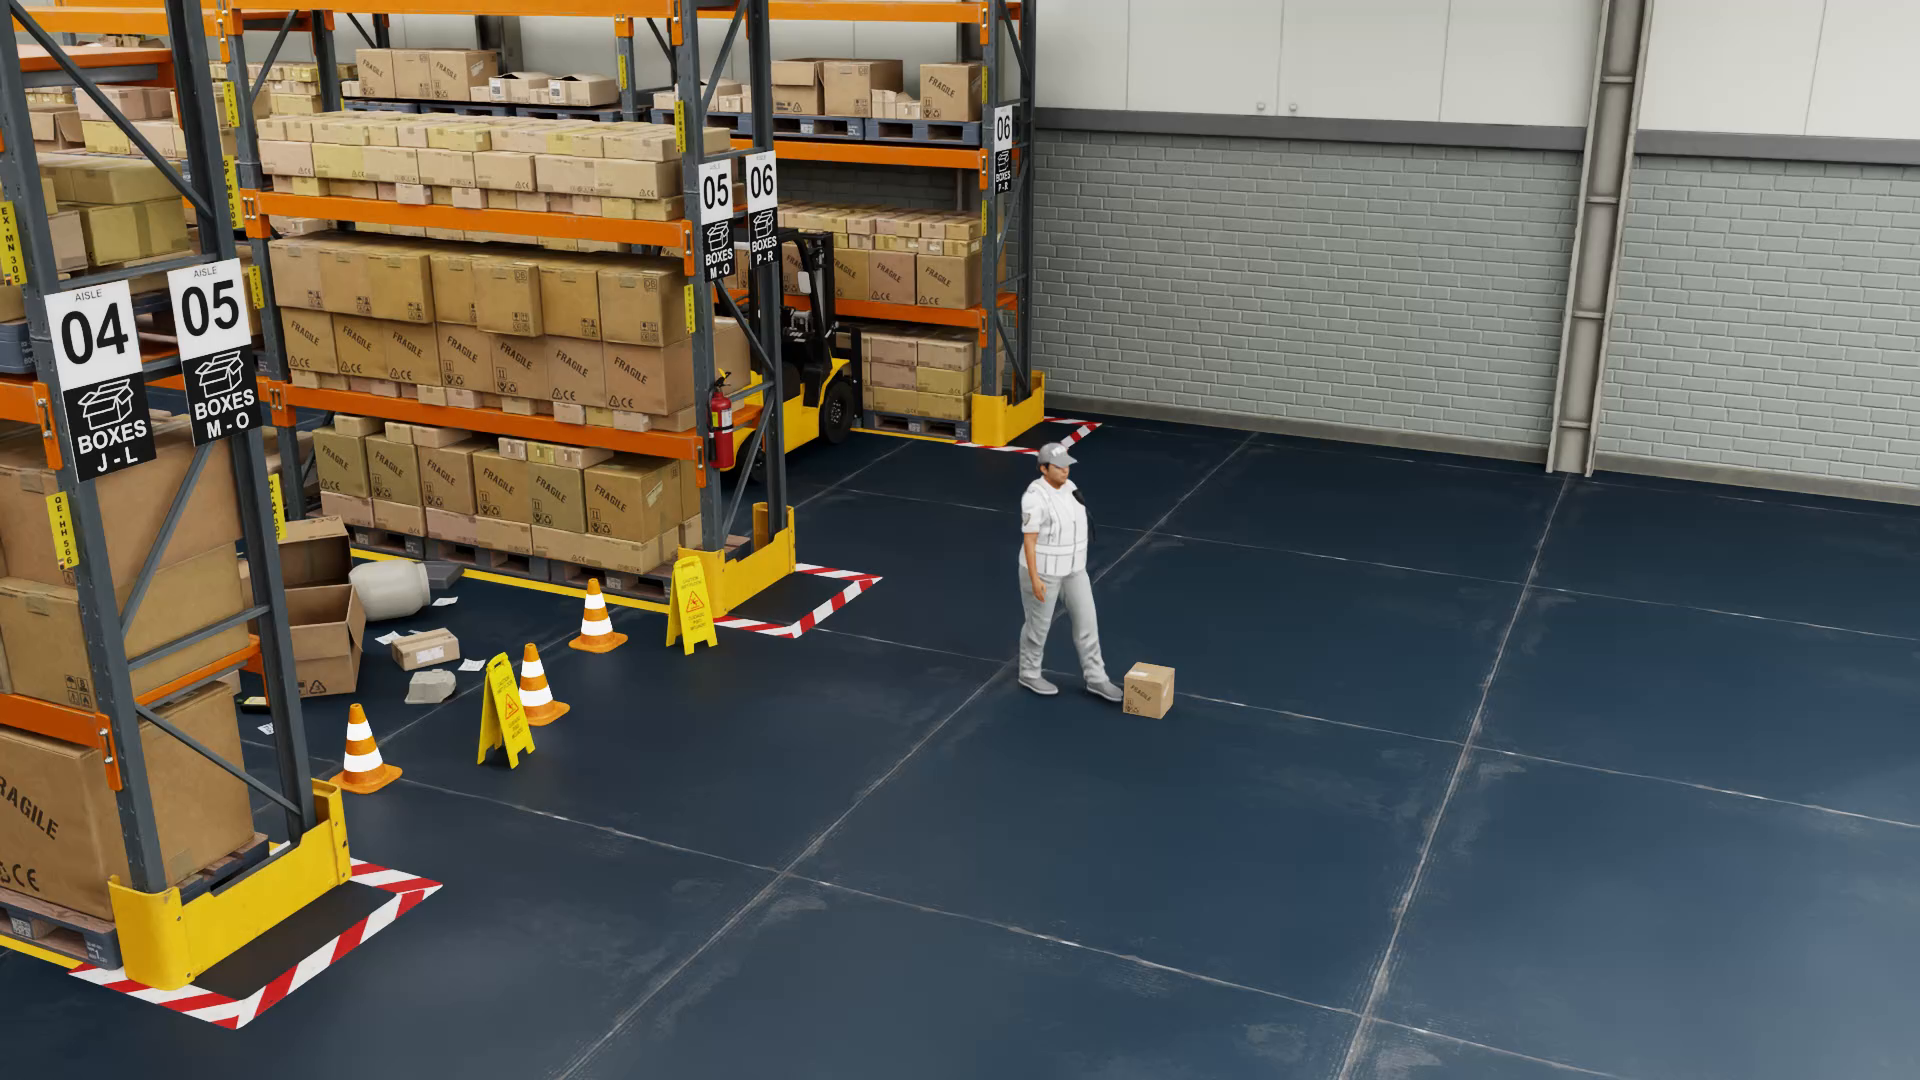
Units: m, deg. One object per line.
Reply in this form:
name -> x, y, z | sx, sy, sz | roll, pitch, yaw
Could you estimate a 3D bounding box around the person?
person -> 0.682, 0.223, 10.405 | 0.486, 1.652, 0.709 | -16, 25, -38
